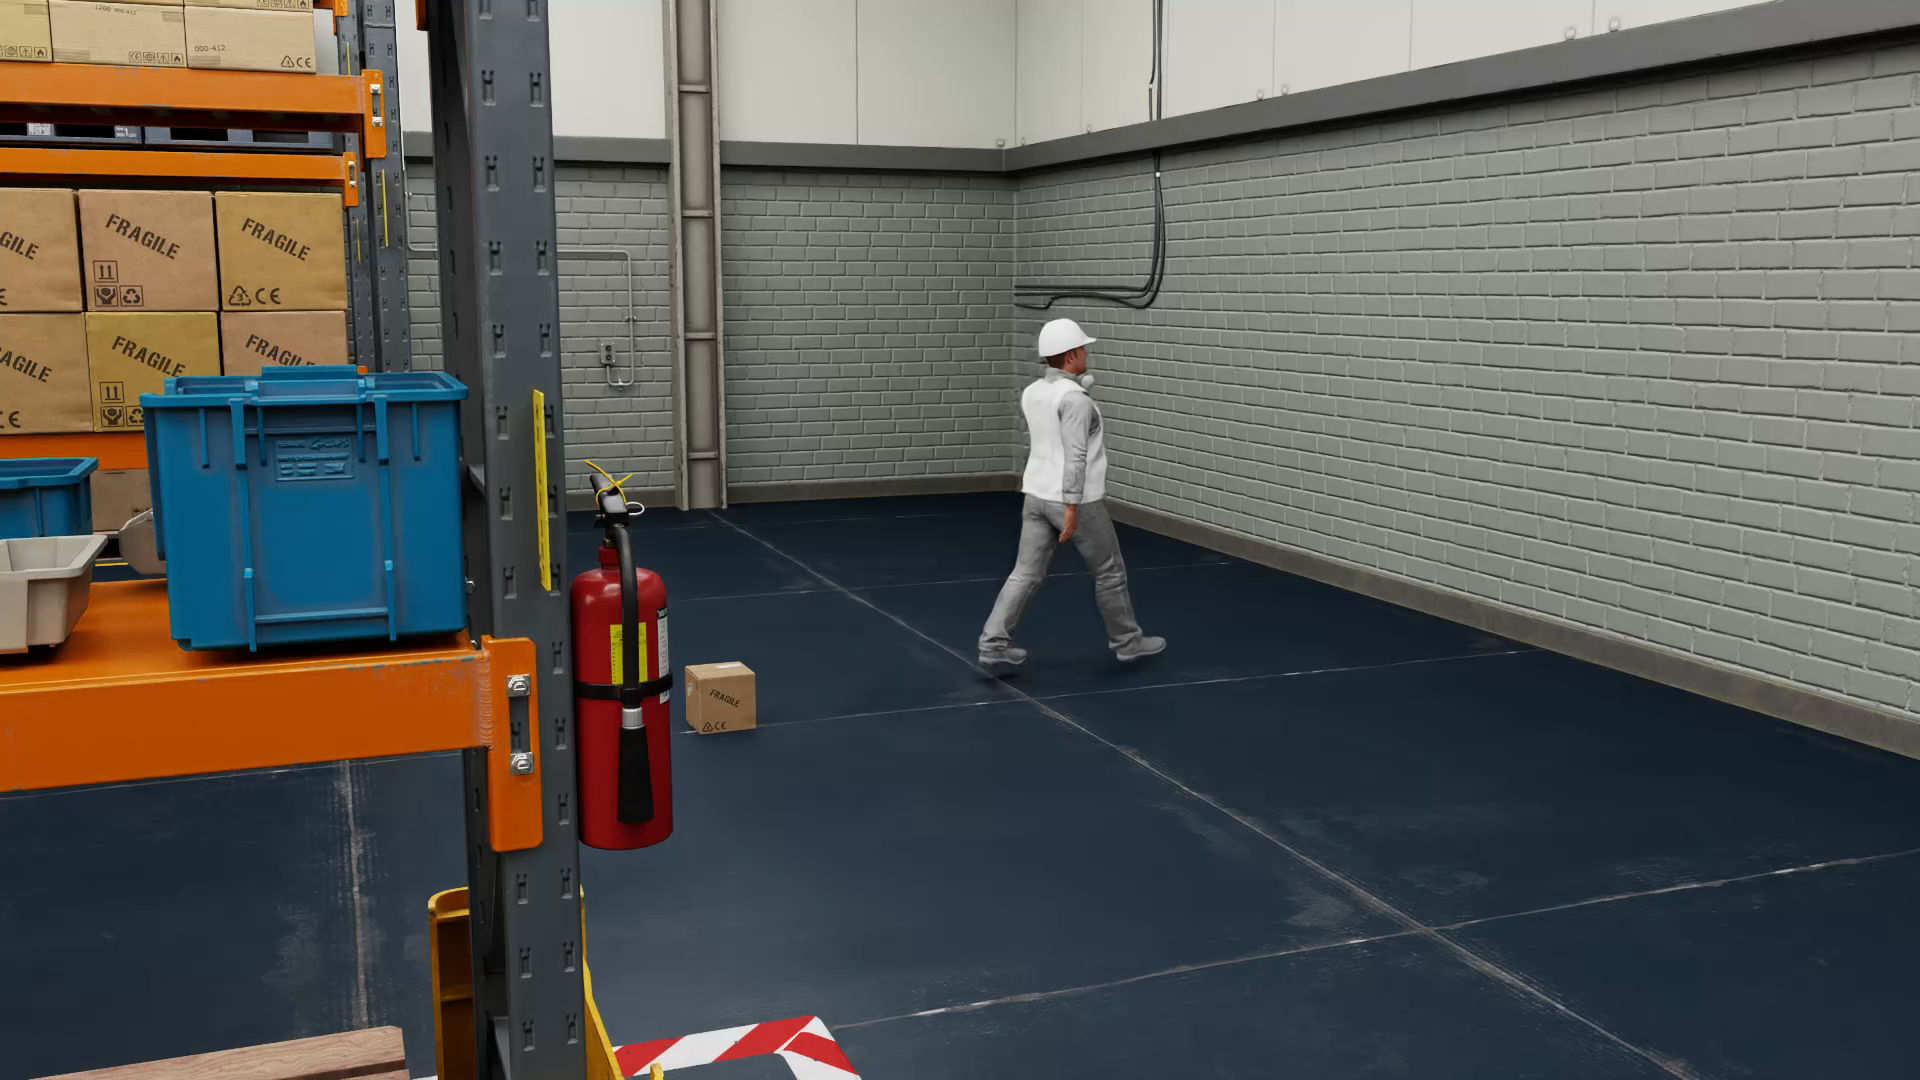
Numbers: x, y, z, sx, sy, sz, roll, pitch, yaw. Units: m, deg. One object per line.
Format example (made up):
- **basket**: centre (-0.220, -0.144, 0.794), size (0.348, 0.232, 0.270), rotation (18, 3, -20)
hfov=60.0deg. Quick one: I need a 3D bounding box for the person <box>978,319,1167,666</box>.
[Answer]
- **person**: centre (0.554, -0.229, 8.223), size (1.058, 1.719, 0.549), rotation (-6, 11, -34)
